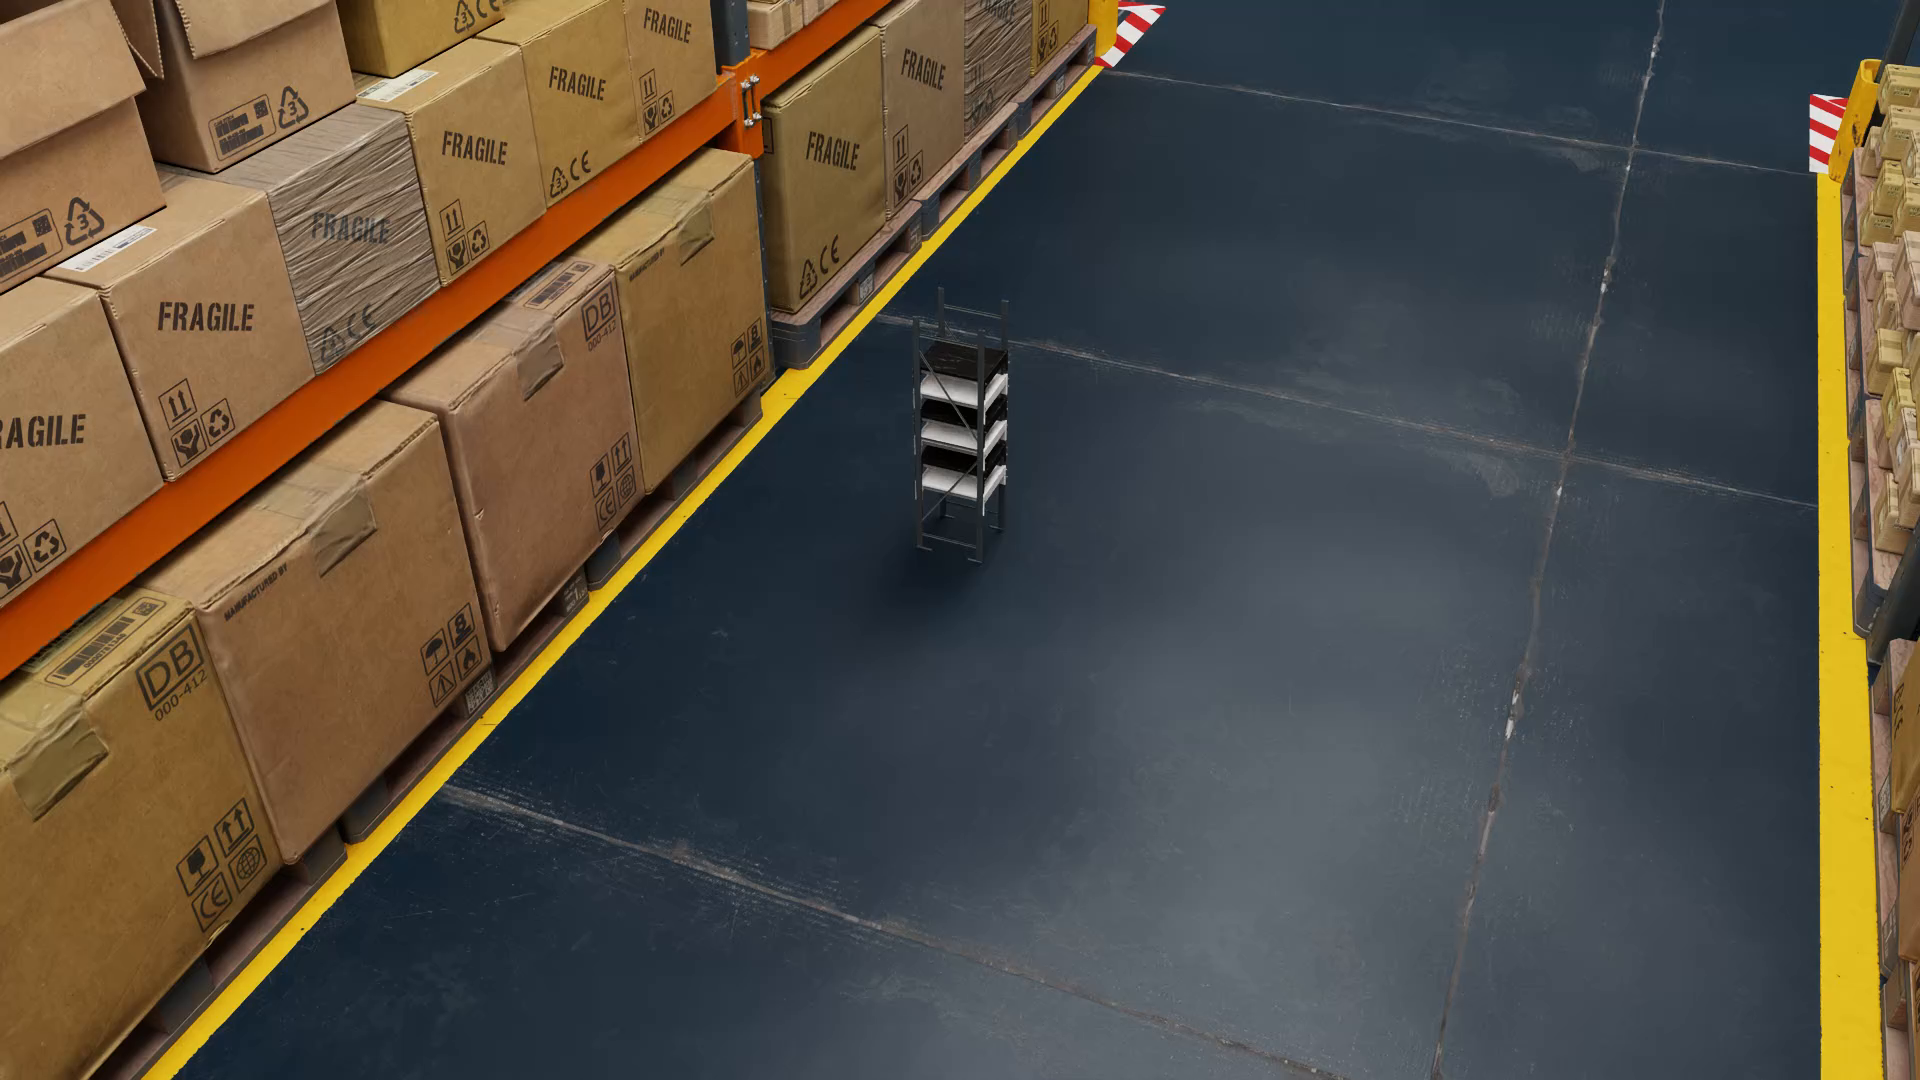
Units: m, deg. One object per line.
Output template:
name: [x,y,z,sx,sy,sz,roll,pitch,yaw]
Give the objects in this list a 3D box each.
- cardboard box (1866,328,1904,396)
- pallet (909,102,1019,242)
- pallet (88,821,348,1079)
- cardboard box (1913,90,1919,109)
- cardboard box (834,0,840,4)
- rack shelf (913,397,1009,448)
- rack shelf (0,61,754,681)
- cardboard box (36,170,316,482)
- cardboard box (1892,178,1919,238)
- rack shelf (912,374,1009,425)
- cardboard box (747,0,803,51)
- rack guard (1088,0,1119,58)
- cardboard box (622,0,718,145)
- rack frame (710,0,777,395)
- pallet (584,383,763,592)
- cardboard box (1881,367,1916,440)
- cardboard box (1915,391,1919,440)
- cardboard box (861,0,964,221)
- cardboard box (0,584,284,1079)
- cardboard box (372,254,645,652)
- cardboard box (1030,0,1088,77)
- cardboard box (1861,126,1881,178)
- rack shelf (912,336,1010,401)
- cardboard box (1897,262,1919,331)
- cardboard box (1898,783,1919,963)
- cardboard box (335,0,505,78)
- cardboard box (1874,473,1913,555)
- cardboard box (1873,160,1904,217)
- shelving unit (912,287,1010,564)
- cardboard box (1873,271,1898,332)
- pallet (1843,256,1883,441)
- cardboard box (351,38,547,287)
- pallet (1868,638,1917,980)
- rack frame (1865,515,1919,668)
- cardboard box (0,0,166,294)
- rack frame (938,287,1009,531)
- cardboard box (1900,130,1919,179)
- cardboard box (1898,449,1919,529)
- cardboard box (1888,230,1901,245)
cardboard box: [3.562,-0.624,6.110,0.380,0.149,0.250,14,39,18]
pallet: [-0.390,-1.880,8.089,1.003,0.211,1.213,14,39,18]
pallet: [-2.366,0.996,4.241,1.003,0.211,1.213,14,39,18]
cardboard box: [4.349,-1.817,7.209,0.380,0.149,0.250,15,39,19]
cardboard box: [-0.594,-2.195,6.391,0.380,0.149,0.250,15,39,19]
rack shelf: [0.003,-0.410,5.453,0.258,0.077,0.200,14,39,18]
rack shelf: [-1.975,-0.521,4.542,1.077,0.370,4.000,14,39,18]
cardboard box: [-1.914,-0.519,3.855,0.500,0.500,0.500,13,39,17]
cardboard box: [3.860,-1.264,6.469,0.380,0.149,0.250,14,39,18]
rack shelf: [0.003,-0.482,5.399,0.258,0.077,0.200,14,39,18]
cardboard box: [-0.794,-1.903,6.001,0.380,0.149,0.250,14,39,18]
rack guard: [0.317,-3.143,9.537,1.175,0.500,0.348,14,39,18]
cardboard box: [-1.139,-1.635,5.348,0.500,0.500,0.500,14,39,18]
rack frame: [-1.214,-1.916,5.808,1.000,3.000,0.127,14,39,18]
pallet: [-1.438,-0.355,6.048,1.003,0.211,1.213,14,39,18]
cardboard box: [3.337,-0.428,5.599,0.380,0.149,0.250,13,39,16]
cardboard box: [3.290,-0.402,5.315,0.380,0.149,0.250,14,39,18]
cardboard box: [-0.546,-2.079,7.449,0.875,0.875,0.875,14,39,18]
cardboard box: [-2.454,0.604,3.860,1.225,0.875,0.875,12,38,16]
cardboard box: [-1.778,-0.379,5.176,1.225,0.875,0.875,13,39,16]
cardboard box: [0.138,-3.075,8.783,0.875,0.875,0.875,14,39,18]
cardboard box: [4.361,-1.754,7.622,0.380,0.149,0.250,15,39,19]
rack shelf: [0.003,-0.555,5.345,0.258,0.077,0.200,14,39,18]
cardboard box: [3.566,-0.838,5.899,0.380,0.149,0.250,12,38,16]
cardboard box: [2.608,0.745,3.985,0.500,0.500,0.500,16,40,20]
cardboard box: [-1.721,-1.625,4.497,0.797,0.503,0.637,14,39,18]
cardboard box: [3.169,-0.051,5.344,0.380,0.149,0.250,14,39,18]
cardboard box: [4.054,-1.447,6.962,0.380,0.149,0.250,15,39,19]
shelving unit: [0.003,-0.365,5.487,0.258,0.900,0.210,14,39,18]
cardboard box: [3.785,-0.894,6.472,0.380,0.149,0.250,14,39,18]
pallet: [4.020,-0.671,6.471,1.003,0.211,1.213,14,39,18]
cardboard box: [-1.526,-1.072,4.595,0.500,0.500,0.500,13,39,17]
pallet: [3.040,0.818,4.479,1.003,0.211,1.213,14,39,18]
rack frame: [3.334,-0.730,4.221,1.000,3.000,0.127,14,39,18]
cardboard box: [-2.192,-0.905,3.533,0.797,0.503,0.637,15,39,19]
rack frame: [0.042,-0.421,5.562,0.240,0.900,0.006,14,39,18]
cardboard box: [4.117,-1.550,6.852,0.380,0.149,0.250,12,38,16]
cardboard box: [3.160,-0.122,5.190,0.380,0.149,0.250,15,39,19]
cardboard box: [4.041,-1.172,6.843,0.380,0.149,0.250,14,39,18]
